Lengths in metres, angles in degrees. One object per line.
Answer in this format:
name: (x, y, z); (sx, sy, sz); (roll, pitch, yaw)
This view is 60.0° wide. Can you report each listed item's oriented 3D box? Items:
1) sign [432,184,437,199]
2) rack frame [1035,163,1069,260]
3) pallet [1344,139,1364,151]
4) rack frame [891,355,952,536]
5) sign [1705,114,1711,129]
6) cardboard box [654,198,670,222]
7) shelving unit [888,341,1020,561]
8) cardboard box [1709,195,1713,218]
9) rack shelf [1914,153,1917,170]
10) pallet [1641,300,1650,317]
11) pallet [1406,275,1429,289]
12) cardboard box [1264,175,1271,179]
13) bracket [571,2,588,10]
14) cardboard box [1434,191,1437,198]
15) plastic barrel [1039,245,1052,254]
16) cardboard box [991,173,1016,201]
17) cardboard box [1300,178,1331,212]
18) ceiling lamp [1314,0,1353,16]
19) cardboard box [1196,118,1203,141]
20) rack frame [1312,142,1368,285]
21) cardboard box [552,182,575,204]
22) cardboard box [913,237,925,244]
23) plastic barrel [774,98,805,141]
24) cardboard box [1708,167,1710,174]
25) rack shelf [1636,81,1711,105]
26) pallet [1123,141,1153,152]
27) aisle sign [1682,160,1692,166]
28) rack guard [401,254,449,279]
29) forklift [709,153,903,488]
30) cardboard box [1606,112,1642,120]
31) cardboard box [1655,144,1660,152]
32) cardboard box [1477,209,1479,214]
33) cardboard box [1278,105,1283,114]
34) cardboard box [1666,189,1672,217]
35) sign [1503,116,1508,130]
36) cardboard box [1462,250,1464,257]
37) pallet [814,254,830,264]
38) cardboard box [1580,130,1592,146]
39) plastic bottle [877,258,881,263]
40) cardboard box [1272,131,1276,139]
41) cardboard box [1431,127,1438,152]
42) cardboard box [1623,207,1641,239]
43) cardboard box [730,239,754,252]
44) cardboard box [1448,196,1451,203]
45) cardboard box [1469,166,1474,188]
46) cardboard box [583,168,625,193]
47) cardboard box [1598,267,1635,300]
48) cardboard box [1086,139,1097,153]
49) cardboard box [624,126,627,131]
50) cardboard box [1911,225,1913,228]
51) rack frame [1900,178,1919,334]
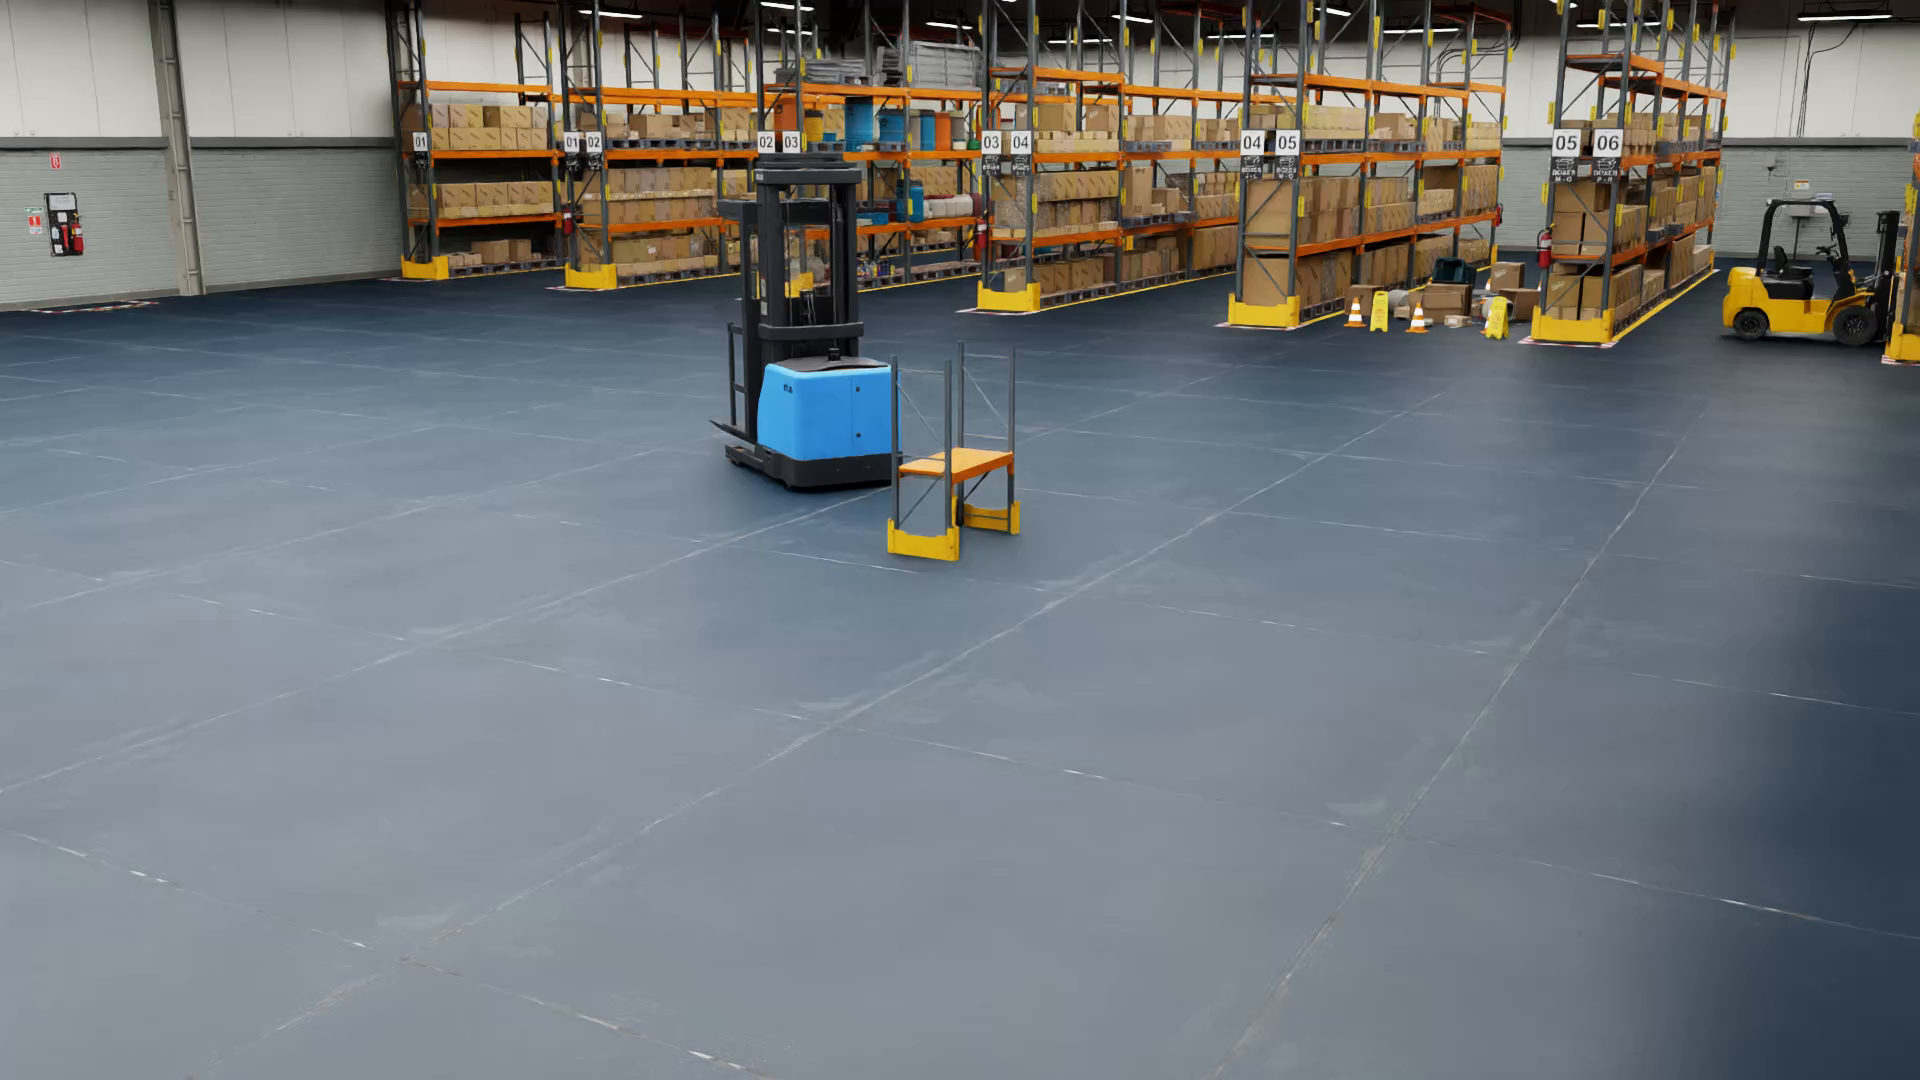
sign: (-11.673, -7.747, 36.920); (0.100, 0.325, 0.005); (7, 15, 28)
rack frame: (2.326, -8.727, 42.832); (1.000, 3.000, 0.127); (7, 15, 28)
pallet: (6.683, -7.190, 30.247); (1.003, 0.211, 1.213); (7, 15, 28)
rack frame: (-0.287, -0.607, 12.353); (0.500, 1.500, 0.032); (7, 15, 28)
sign: (15.816, -8.846, 35.151); (0.100, 0.325, 0.005); (7, 15, 28)
cardboard box: (-6.827, -7.288, 36.649); (0.700, 0.500, 0.500); (8, 16, 30)
shelving unit: (-0.037, -0.713, 12.793); (0.587, 1.500, 1.083); (7, 15, 28)
cardboard box: (17.013, -7.682, 38.285); (0.500, 0.500, 0.500); (7, 15, 27)
rack shelf: (18.717, -7.180, 31.548); (1.077, 0.370, 4.000); (7, 15, 28)
pallet: (11.844, -4.206, 30.029); (1.003, 0.211, 1.213); (7, 15, 28)
pallet: (9.400, -5.567, 35.675); (1.003, 0.211, 1.213); (7, 15, 28)
cardboard box: (7.362, -8.771, 41.102); (0.500, 0.500, 0.500); (7, 15, 28)
bracket: (-9.556, -13.401, 41.739); (0.235, 0.232, 0.430); (7, 15, 28)
cardboard box: (10.172, -7.527, 36.226); (0.380, 0.149, 0.250); (7, 15, 27)
plastic barrel: (2.048, -7.801, 42.574); (0.600, 0.901, 0.708); (7, 15, 28)
cardboard box: (0.910, -6.524, 30.713); (0.500, 0.500, 0.500); (7, 15, 28)
cardboard box: (5.942, -6.013, 28.953); (0.875, 0.550, 0.550); (7, 15, 28)
ceiling lamp: (8.671, -13.436, 37.112); (0.800, 3.185, 2.000); (7, 15, 28)
cardboard box: (4.960, -9.191, 37.240); (0.797, 0.503, 0.637); (8, 16, 31)
rack frame: (7.087, -5.942, 31.279); (1.000, 3.000, 0.127); (7, 15, 28)
cardboard box: (-9.938, -8.571, 41.034); (0.700, 0.500, 0.500); (7, 15, 28)
cardboard box: (-1.207, -8.366, 46.440); (0.380, 0.166, 0.250); (7, 15, 28)
plastic barrel: (-3.352, -8.250, 32.642); (0.600, 0.830, 0.708); (7, 15, 28)
cardboard box: (16.703, -8.349, 37.535); (0.380, 0.149, 0.250); (8, 16, 29)
rack shelf: (14.370, -9.005, 33.573); (1.077, 0.370, 4.000); (7, 15, 28)
pallet: (3.186, -8.006, 33.842); (1.213, 0.211, 1.003); (7, 15, 28)
aisle sign: (17.051, -9.175, 39.144); (0.394, 0.787, 0.004); (7, 15, 28)
rack guard: (-12.111, -6.188, 37.634); (1.175, 0.500, 0.348); (7, 15, 28)
forklift: (-1.632, -2.185, 15.843); (1.130, 2.935, 3.031); (-7, 15, -26)
cardboard box: (11.638, -7.367, 29.150); (0.500, 0.250, 0.500); (8, 16, 29)
cardboard box: (12.691, -7.415, 30.768); (0.797, 0.503, 0.637); (7, 15, 28)
cardboard box: (12.278, -7.928, 40.056); (0.380, 0.149, 0.250); (7, 15, 26)
cardboard box: (5.265, -7.309, 28.275); (0.380, 0.149, 0.250); (8, 16, 29)
cardboard box: (12.943, -6.284, 30.955); (0.500, 0.500, 0.500); (6, 15, 24)
sign: (13.364, -10.225, 40.758); (0.100, 0.325, 0.005); (7, 15, 28)
cardboard box: (11.673, -6.755, 39.206); (0.380, 0.149, 0.250); (7, 15, 25)
pallet: (-3.548, -7.261, 42.704); (1.003, 0.211, 1.213); (7, 15, 28)
cardboard box: (9.547, -6.246, 25.828); (0.500, 0.250, 0.500); (7, 15, 27)
plastic bottle: (-1.727, -5.863, 35.667); (0.144, 0.351, 0.185); (7, 15, 28)
cardboard box: (5.140, -6.868, 28.149); (0.380, 0.149, 0.250); (8, 15, 29)
cardboard box: (9.765, -8.460, 35.110); (0.500, 0.500, 0.500); (7, 15, 28)
cardboard box: (10.982, -5.262, 27.613); (0.500, 0.500, 0.500); (8, 16, 30)
cardboard box: (-5.211, -6.946, 39.221); (0.500, 0.311, 0.500); (7, 15, 27)
cardboard box: (10.809, -7.651, 37.377); (0.380, 0.149, 0.250); (7, 15, 28)
cardboard box: (11.623, -8.435, 38.641); (0.500, 0.500, 0.500); (7, 15, 26)
cardboard box: (-7.547, -7.611, 35.224); (0.700, 0.500, 0.500); (7, 15, 28)
cardboard box: (10.928, -4.272, 27.726); (0.500, 0.500, 0.500); (8, 16, 31)
cardboard box: (2.299, -7.576, 31.976); (0.500, 0.250, 0.500); (7, 15, 28)
cardboard box: (-7.484, -8.751, 35.655); (0.500, 0.250, 0.500); (7, 15, 28)
cardboard box: (14.397, -4.409, 24.709); (0.500, 0.500, 0.500); (7, 15, 27)
rack frame: (13.883, -4.019, 23.306); (1.000, 3.000, 0.127); (7, 15, 28)
